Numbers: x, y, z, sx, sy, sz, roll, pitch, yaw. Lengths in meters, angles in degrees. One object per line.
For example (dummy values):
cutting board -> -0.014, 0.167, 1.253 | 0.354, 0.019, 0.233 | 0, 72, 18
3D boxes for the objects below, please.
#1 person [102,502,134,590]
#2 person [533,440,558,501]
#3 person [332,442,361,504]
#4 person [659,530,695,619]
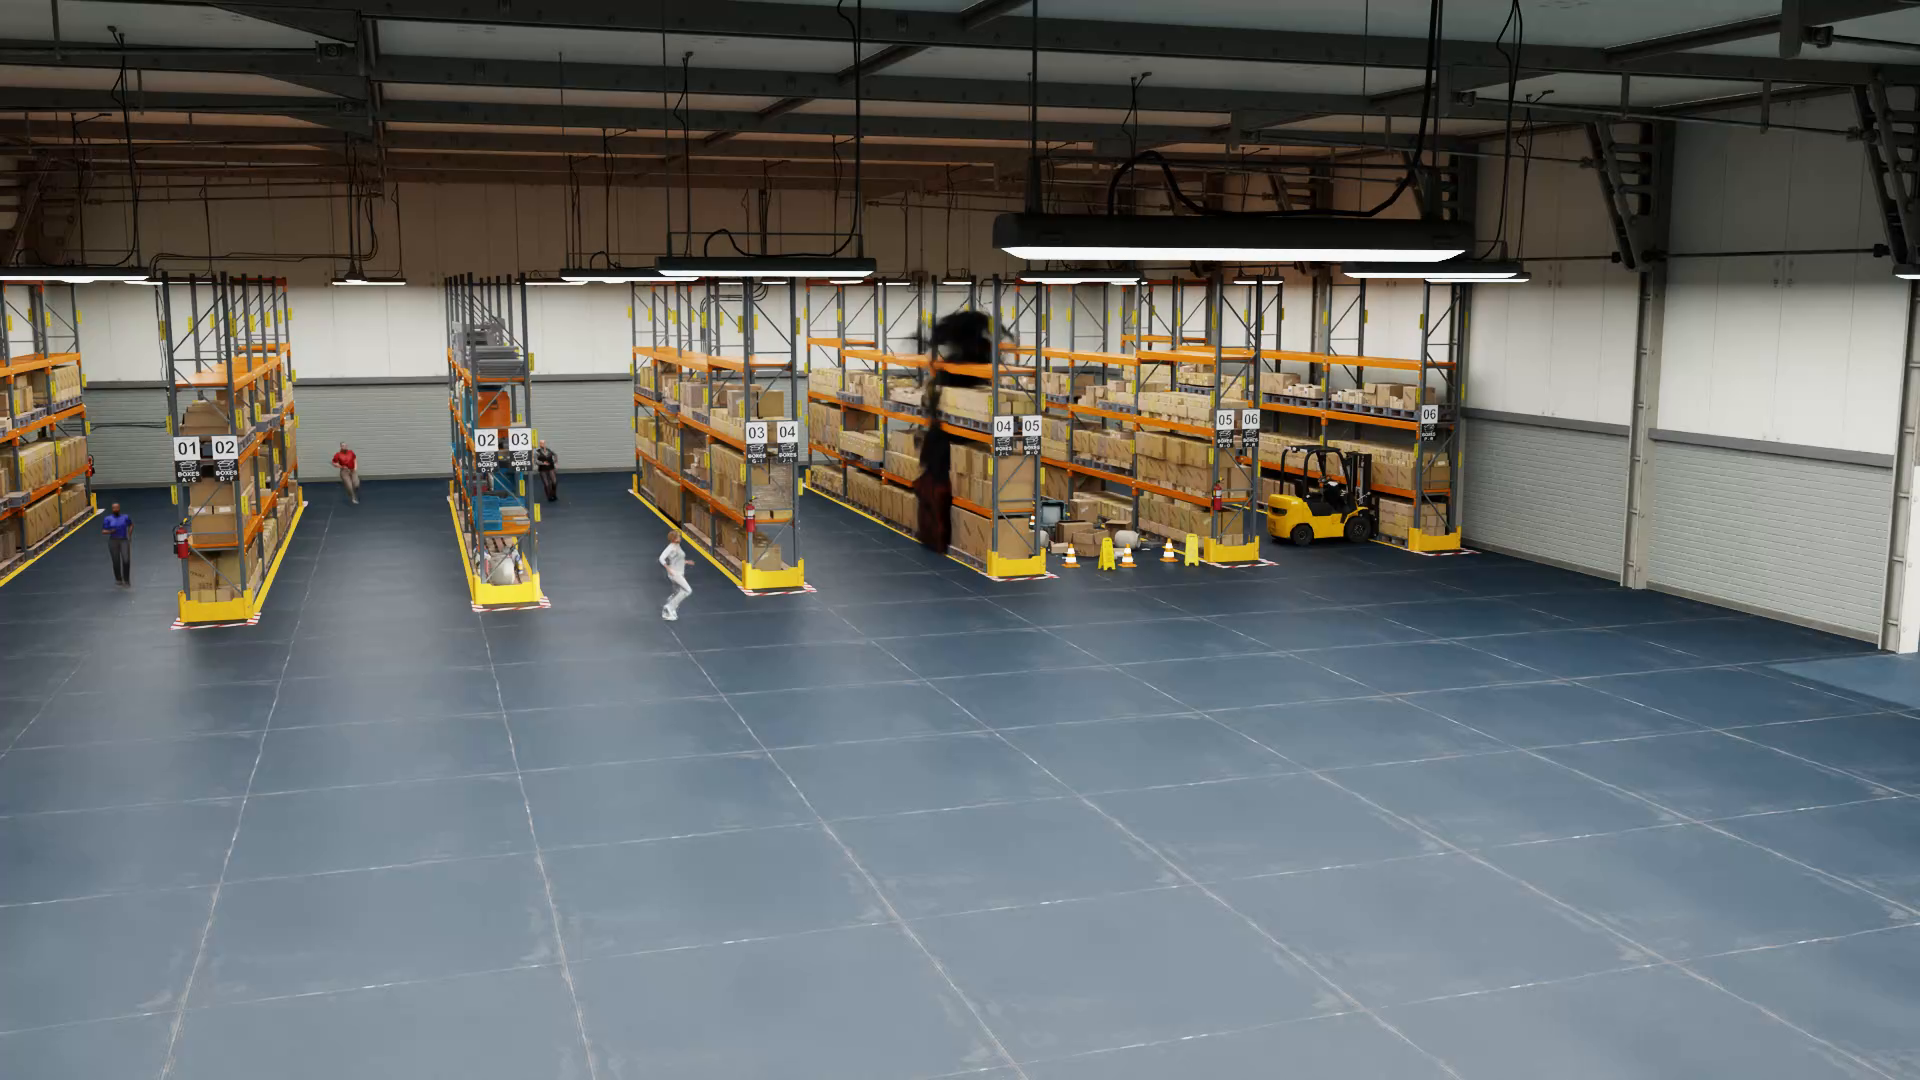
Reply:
person -> -16.126, 0.120, 31.875 | 0.533, 1.705, 0.698 | -5, 10, -29
person -> -11.143, -1.864, 44.800 | 0.667, 1.671, 0.612 | -4, 9, -22
person -> -16.359, -1.782, 44.353 | 0.687, 1.672, 0.577 | -8, 12, -42
person -> -4.889, 0.609, 28.790 | 0.605, 1.563, 0.513 | 0, 9, 2
